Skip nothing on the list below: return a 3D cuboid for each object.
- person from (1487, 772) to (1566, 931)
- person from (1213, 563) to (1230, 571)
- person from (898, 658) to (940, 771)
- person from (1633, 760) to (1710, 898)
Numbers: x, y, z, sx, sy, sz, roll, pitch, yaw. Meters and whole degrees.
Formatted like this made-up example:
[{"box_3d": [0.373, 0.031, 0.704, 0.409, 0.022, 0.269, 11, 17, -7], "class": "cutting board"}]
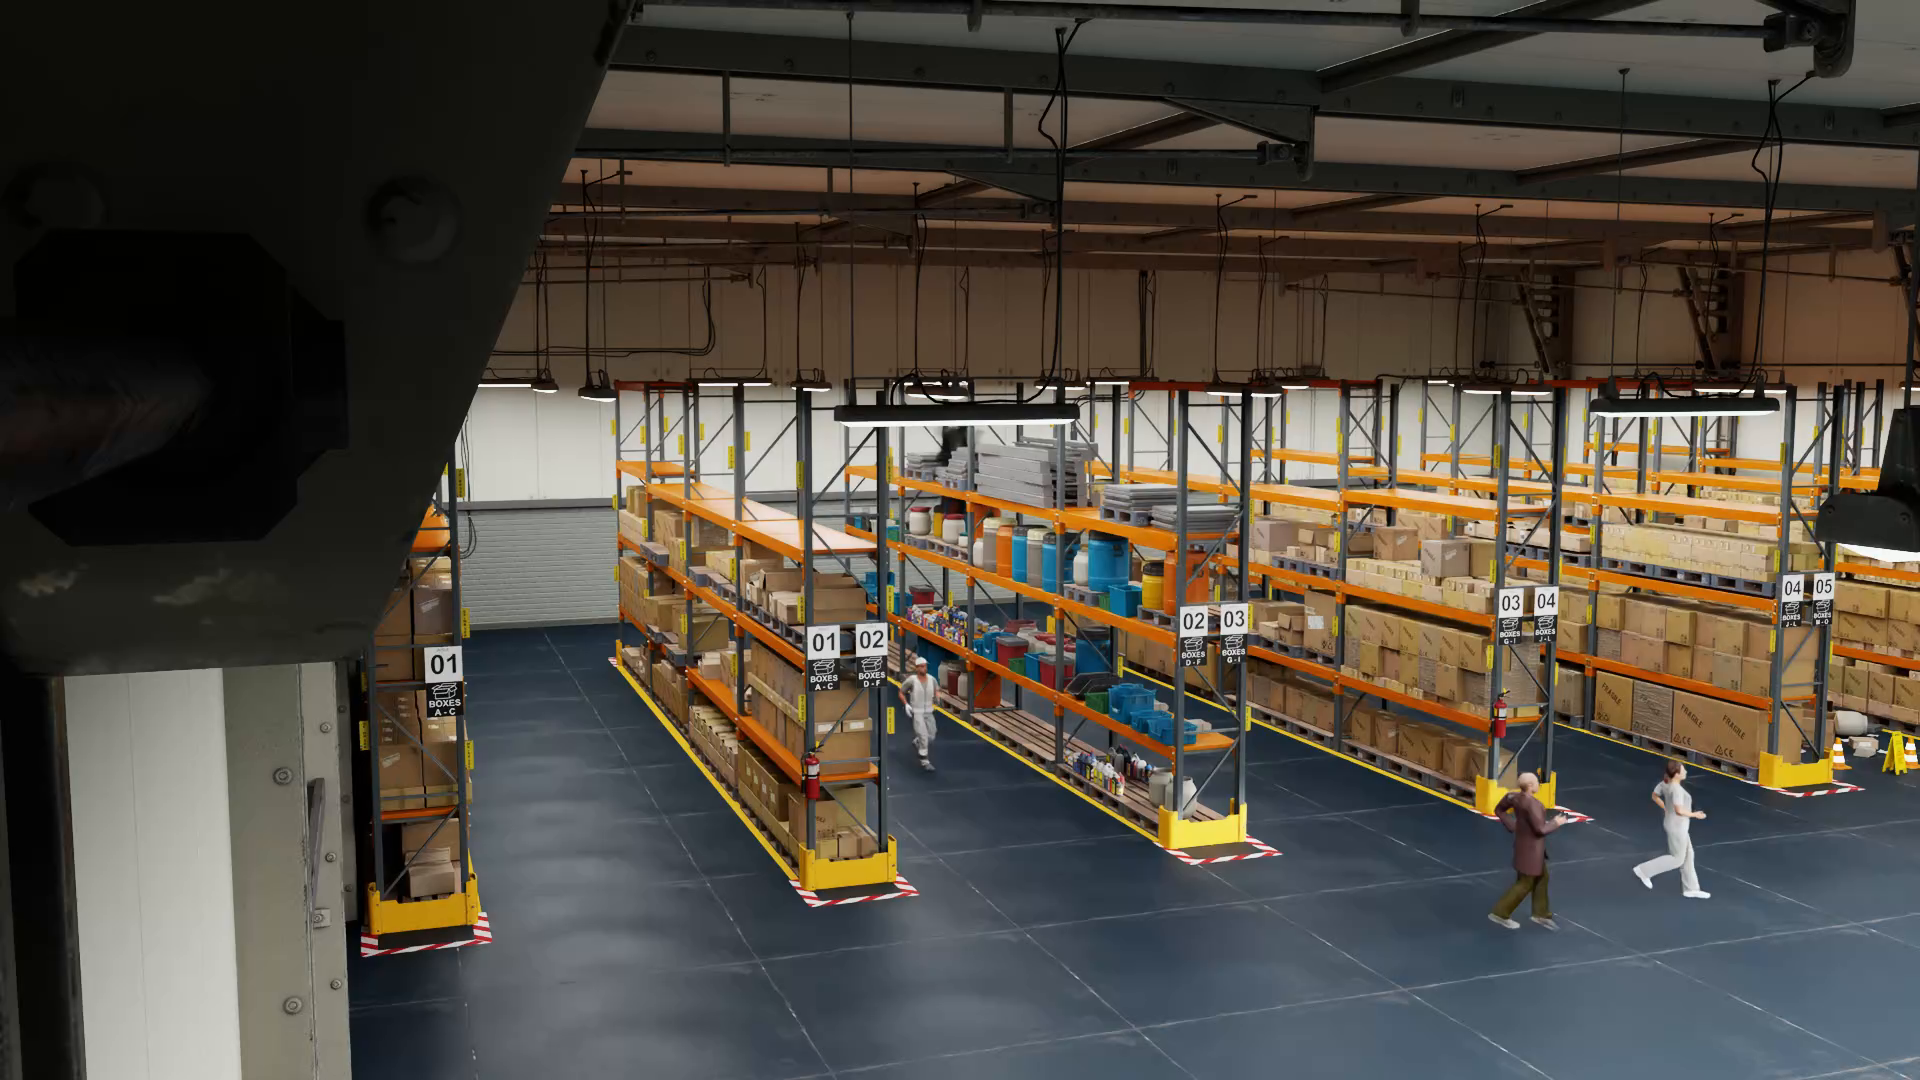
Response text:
[{"box_3d": [6.302, 3.482, 18.481, 0.861, 1.831, 0.693, 0, 6, 1], "class": "person"}, {"box_3d": [6.414, 1.190, 40.858, 0.766, 1.762, 0.688, -5, 8, -41], "class": "person"}, {"box_3d": [-0.621, 2.703, 26.067, 0.657, 1.755, 0.760, -3, 7, -27], "class": "person"}, {"box_3d": [8.447, 3.421, 19.695, 0.903, 1.653, 0.567, 1, 6, 6], "class": "person"}]
